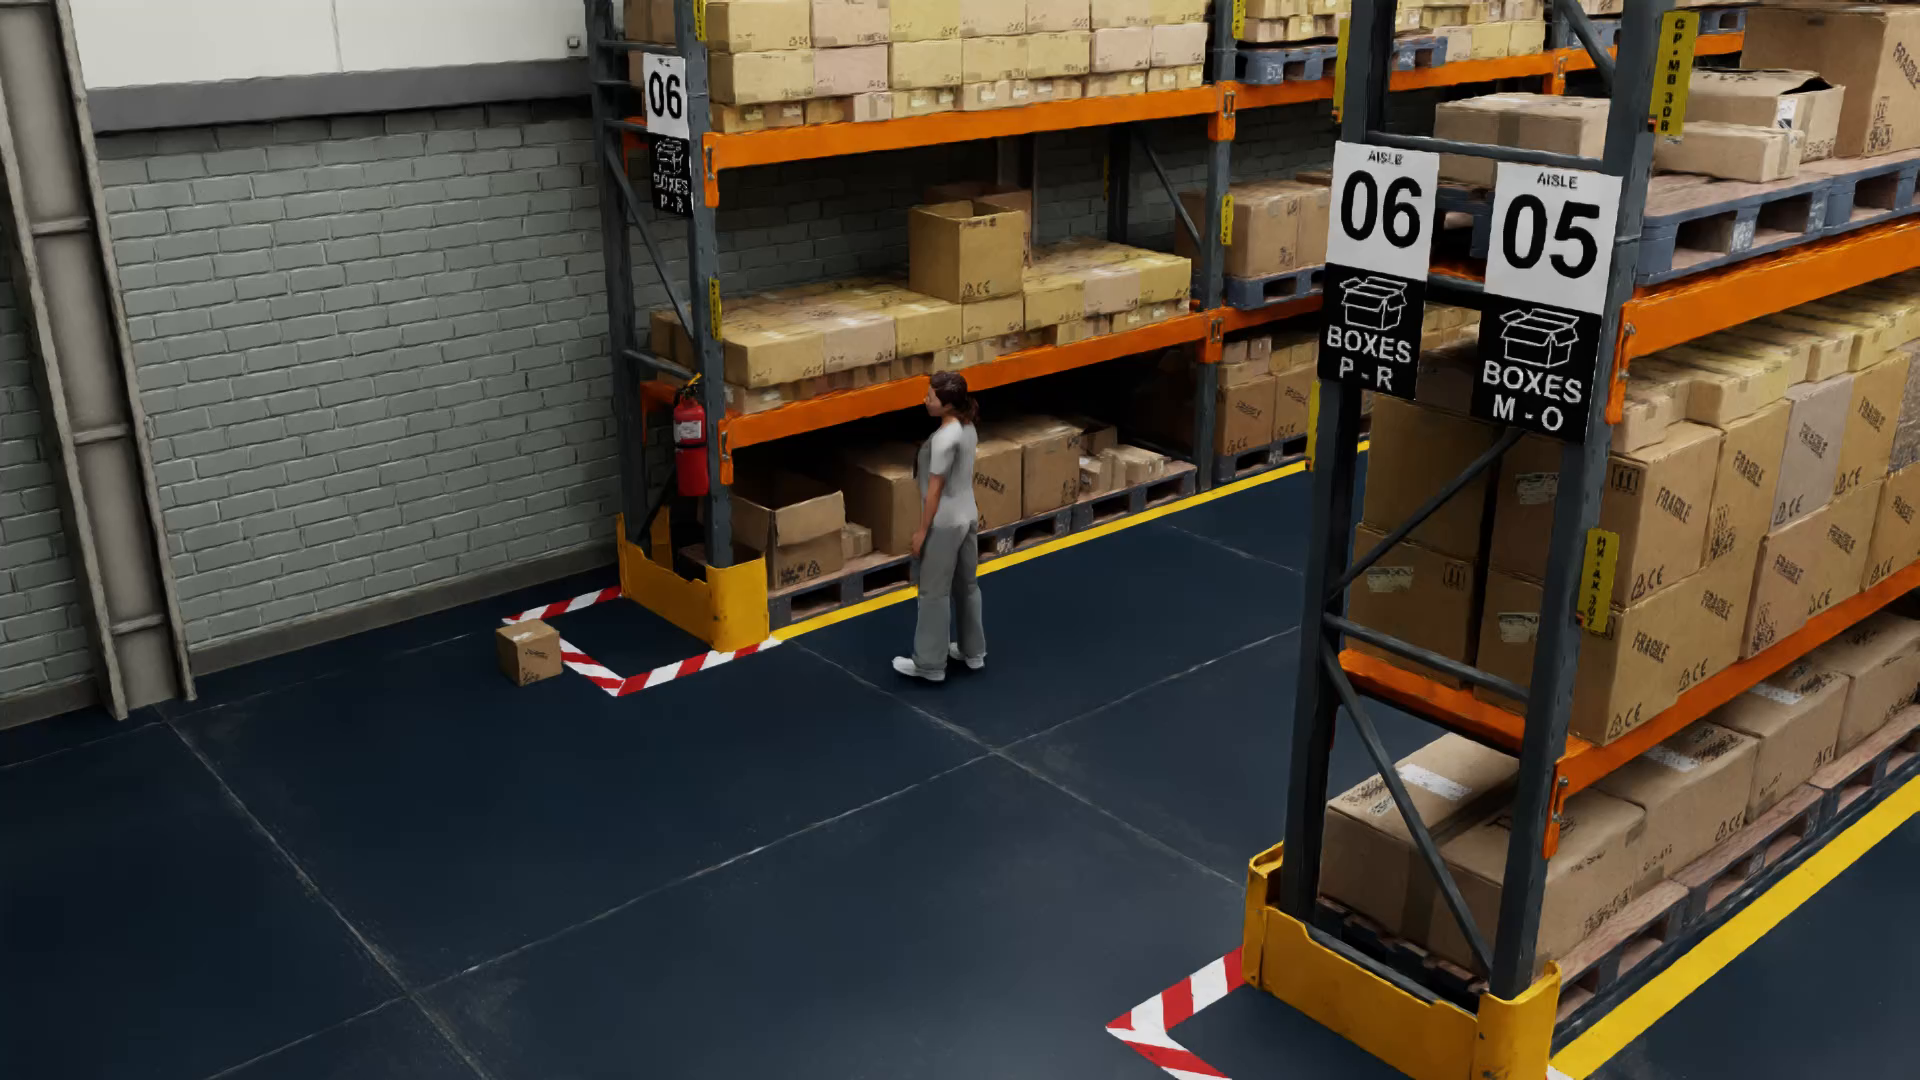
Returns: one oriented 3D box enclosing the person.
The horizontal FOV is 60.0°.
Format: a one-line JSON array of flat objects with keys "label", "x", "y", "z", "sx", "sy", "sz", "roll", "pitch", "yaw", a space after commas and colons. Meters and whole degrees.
[{"label": "person", "x": -0.108, "y": -0.082, "z": 8.721, "sx": 0.449, "sy": 1.680, "sz": 0.525, "roll": 8, "pitch": 22, "yaw": 20}]
